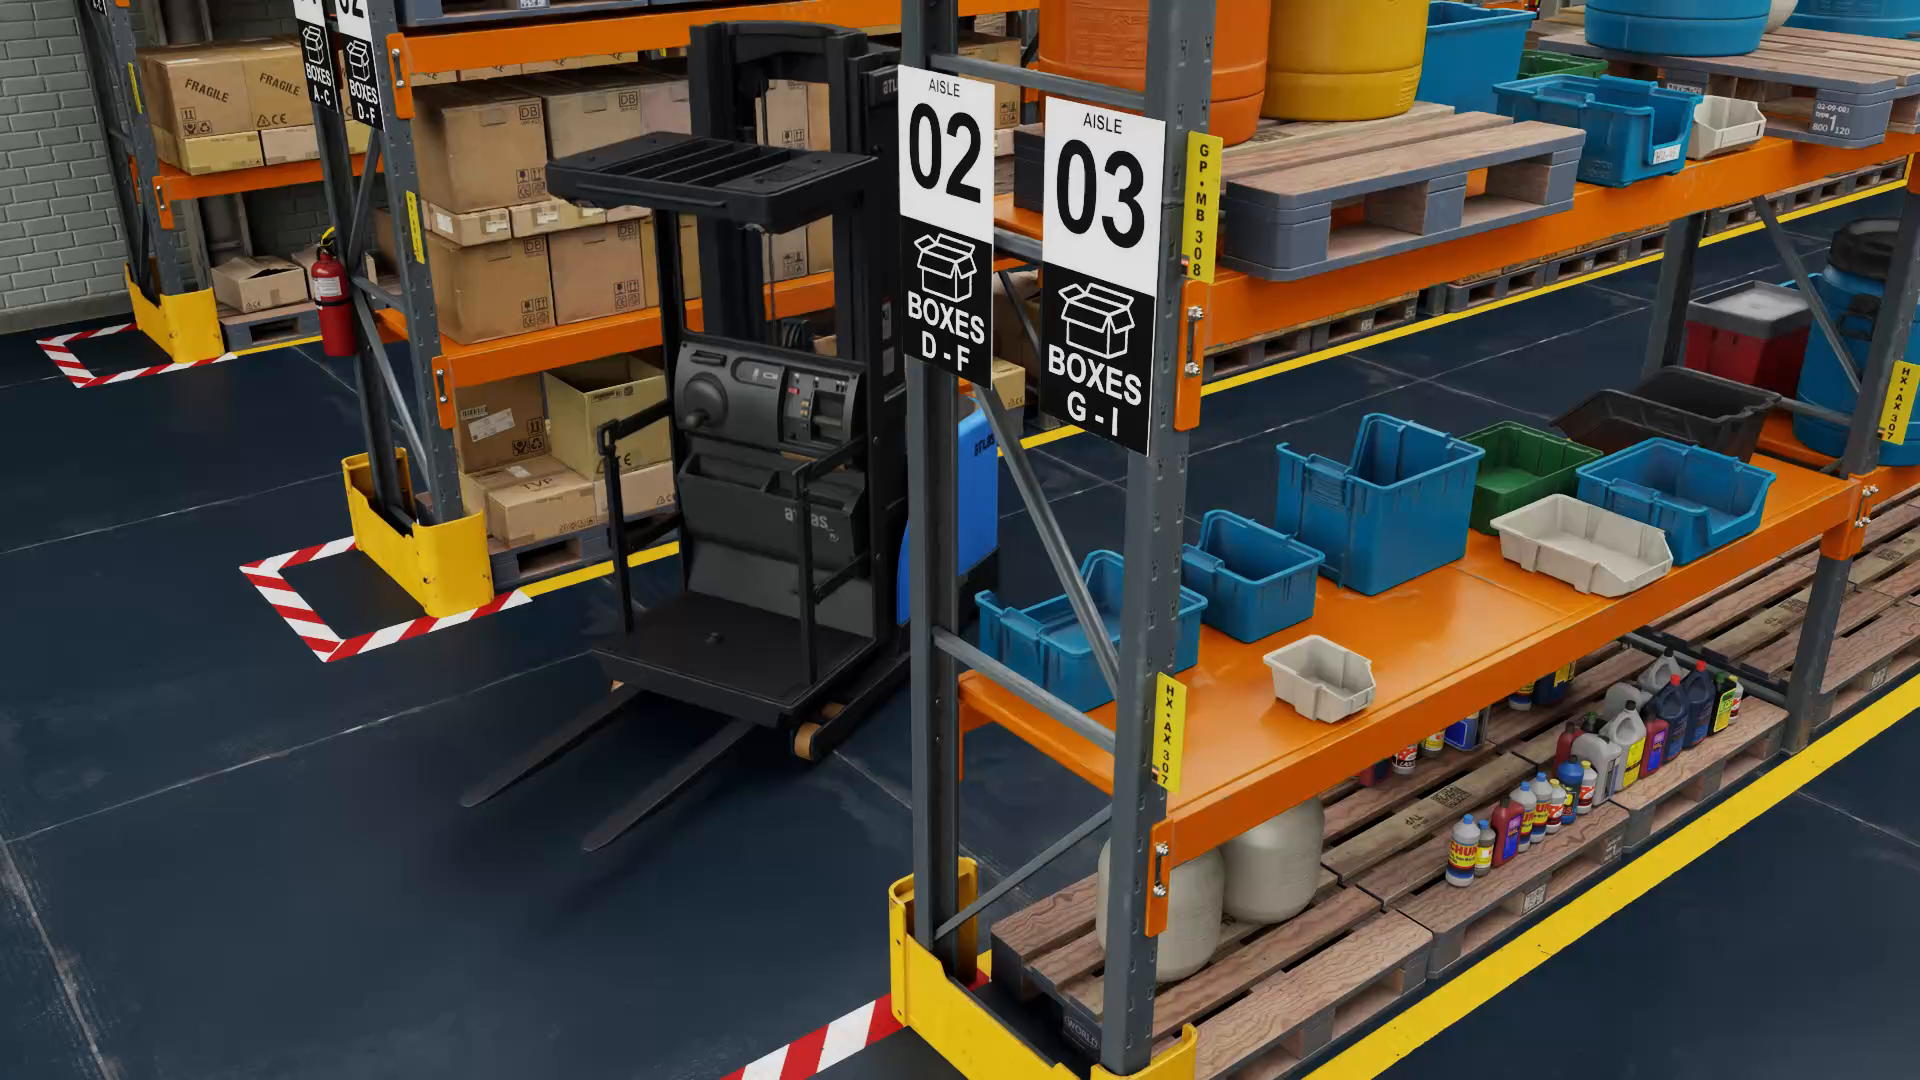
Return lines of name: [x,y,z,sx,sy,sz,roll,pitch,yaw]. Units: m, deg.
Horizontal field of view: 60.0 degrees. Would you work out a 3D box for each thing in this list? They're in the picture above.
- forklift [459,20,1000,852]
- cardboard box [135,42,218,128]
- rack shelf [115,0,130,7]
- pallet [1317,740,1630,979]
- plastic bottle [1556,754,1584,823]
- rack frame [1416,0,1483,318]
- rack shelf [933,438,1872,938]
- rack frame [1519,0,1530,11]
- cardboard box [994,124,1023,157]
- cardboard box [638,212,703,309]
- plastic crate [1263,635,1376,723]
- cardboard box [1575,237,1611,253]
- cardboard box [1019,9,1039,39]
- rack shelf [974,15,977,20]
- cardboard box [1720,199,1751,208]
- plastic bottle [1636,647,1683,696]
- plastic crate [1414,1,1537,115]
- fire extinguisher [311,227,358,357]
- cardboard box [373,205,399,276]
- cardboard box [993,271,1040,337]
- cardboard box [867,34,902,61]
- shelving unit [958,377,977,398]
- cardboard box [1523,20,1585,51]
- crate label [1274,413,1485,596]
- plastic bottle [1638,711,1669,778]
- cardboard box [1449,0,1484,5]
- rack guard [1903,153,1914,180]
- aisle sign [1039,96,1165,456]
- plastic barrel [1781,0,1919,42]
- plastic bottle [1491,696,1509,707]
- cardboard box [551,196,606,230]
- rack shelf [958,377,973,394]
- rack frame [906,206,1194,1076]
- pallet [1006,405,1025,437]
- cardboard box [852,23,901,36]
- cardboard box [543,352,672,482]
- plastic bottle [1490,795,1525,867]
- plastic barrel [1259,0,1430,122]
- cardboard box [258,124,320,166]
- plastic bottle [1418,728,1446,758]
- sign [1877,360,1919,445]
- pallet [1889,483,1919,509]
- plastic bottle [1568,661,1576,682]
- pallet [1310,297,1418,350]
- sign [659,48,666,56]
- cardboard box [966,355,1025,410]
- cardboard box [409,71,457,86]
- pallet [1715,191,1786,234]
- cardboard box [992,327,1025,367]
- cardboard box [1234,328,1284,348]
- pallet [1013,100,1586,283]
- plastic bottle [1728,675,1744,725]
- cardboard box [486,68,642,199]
forklift: [-0.944,-0.591,7.041,1.130,2.935,3.031,13,28,26]
cardboard box: [-5.672,-3.314,12.091,0.500,0.500,0.500,-19,31,-35]
rack shelf: [-4.338,-4.394,12.446,4.000,0.370,1.077,-18,31,-34]
pallet: [1.834,1.147,6.528,1.213,0.211,1.003,-18,31,-34]
plastic bottle: [2.328,0.945,6.370,0.097,0.271,0.097,0,25,0]
rack frame: [3.443,-3.278,12.750,0.127,3.000,1.000,-18,31,-34]
rack shelf: [1.775,0.249,6.005,4.000,0.370,1.077,-18,31,-34]
rack frame: [6.679,-6.996,20.762,0.127,3.000,1.000,-18,31,-34]
cardboard box: [0.214,-2.437,10.048,0.250,0.149,0.380,-18,31,-34]
cardboard box: [-1.672,-1.627,9.075,0.500,0.500,0.700,-18,30,-34]
plastic crate: [1.104,0.436,5.061,0.250,0.136,0.298,-18,31,-34]
cardboard box: [5.192,-2.771,14.104,0.500,0.500,0.500,-19,31,-36]
cardboard box: [0.924,-5.149,16.285,0.500,0.500,0.500,-17,30,-33]
rack shelf: [1.869,-3.793,11.151,4.000,0.370,1.077,-18,31,-34]
cardboard box: [7.055,-3.334,15.543,0.500,0.311,0.500,-18,31,-34]
plastic bottle: [2.931,0.620,6.975,0.185,0.351,0.144,-18,31,-34]
plastic crate: [1.516,-1.507,5.389,0.575,0.384,0.392,-18,31,-34]
fire extinguisher: [-3.232,-1.288,8.554,0.183,0.674,0.296,-18,31,-34]
cardboard box: [-4.255,-2.378,13.257,0.500,0.500,0.700,-21,32,-37]
cardboard box: [0.437,-1.637,11.315,0.500,0.311,0.500,-18,31,-34]
cardboard box: [-0.447,-2.624,9.680,0.500,0.500,0.700,-18,31,-34]
shelving unit: [-0.011,-0.540,8.989,0.189,1.200,0.258,-18,31,-34]
cardboard box: [4.707,-3.889,13.449,0.500,0.500,0.700,-12,28,-24]
crate label: [1.483,-0.142,5.950,0.616,0.435,0.502,-18,31,-34]
plastic bottle: [2.767,0.804,6.658,0.133,0.283,0.061,-16,29,-31]
cardboard box: [5.718,-6.804,19.991,0.700,0.700,0.980,-19,31,-34]
rack guard: [9.679,-4.203,17.712,0.348,0.500,1.175,-18,31,-34]
aisle sign: [0.326,-0.622,3.938,0.004,0.787,0.394,-18,31,-34]
plastic barrel: [3.615,-2.389,6.676,0.708,0.901,0.600,-18,31,-34]
plastic bottle: [2.309,0.526,7.177,0.185,0.351,0.144,-20,31,-36]
cardboard box: [-2.007,-1.704,8.469,0.250,0.149,0.380,-18,30,-34]
rack shelf: [-0.011,-0.827,8.856,0.180,0.103,0.258,-18,31,-34]
rack frame: [0.201,0.442,4.735,0.127,3.000,1.000,-18,31,-34]
pallet: [-0.356,-0.782,10.683,1.213,0.211,1.003,-18,31,-34]
cardboard box: [-0.947,-4.707,15.187,0.500,0.500,0.700,-18,31,-34]
cardboard box: [-1.901,-0.679,9.028,0.500,0.500,0.500,-18,31,-34]
plastic bottle: [2.010,1.054,6.120,0.133,0.283,0.061,-18,30,-33]
plastic barrel: [1.020,-1.533,4.704,0.600,0.588,0.600,0,25,0]
cardboard box: [-4.932,-2.942,12.181,0.500,0.250,0.500,-19,31,-36]
plastic bottle: [1.937,0.781,6.805,0.097,0.201,0.097,0,25,0]
sign: [3.680,-0.538,6.516,0.005,0.325,0.100,-18,31,-34]
pallet: [5.863,-0.183,9.393,1.213,0.211,1.003,-18,31,-34]
plastic bottle: [2.657,0.501,7.311,0.133,0.283,0.061,-18,31,-34]
pallet: [2.771,-1.812,12.904,1.213,0.211,1.003,-18,31,-34]
sign: [-2.423,-4.094,13.480,0.005,0.325,0.100,-18,31,-34]
cardboard box: [0.066,-0.989,10.586,0.500,0.250,0.500,-18,31,-34]
cardboard box: [-4.146,-3.541,12.580,0.500,0.500,0.500,-17,30,-32]
pallet: [7.132,-3.230,15.960,1.213,0.211,1.003,-18,31,-34]
cardboard box: [0.443,-1.386,11.441,0.500,0.250,0.500,-19,31,-35]
cardboard box: [1.976,-1.605,11.912,0.500,0.250,0.500,-18,30,-33]
pallet: [0.913,-1.016,4.536,1.213,0.211,1.003,-18,31,-34]
plastic bottle: [3.256,0.670,7.044,0.097,0.201,0.097,0,25,0]
cardboard box: [-2.025,-2.103,8.558,0.500,0.500,0.700,-19,31,-35]
